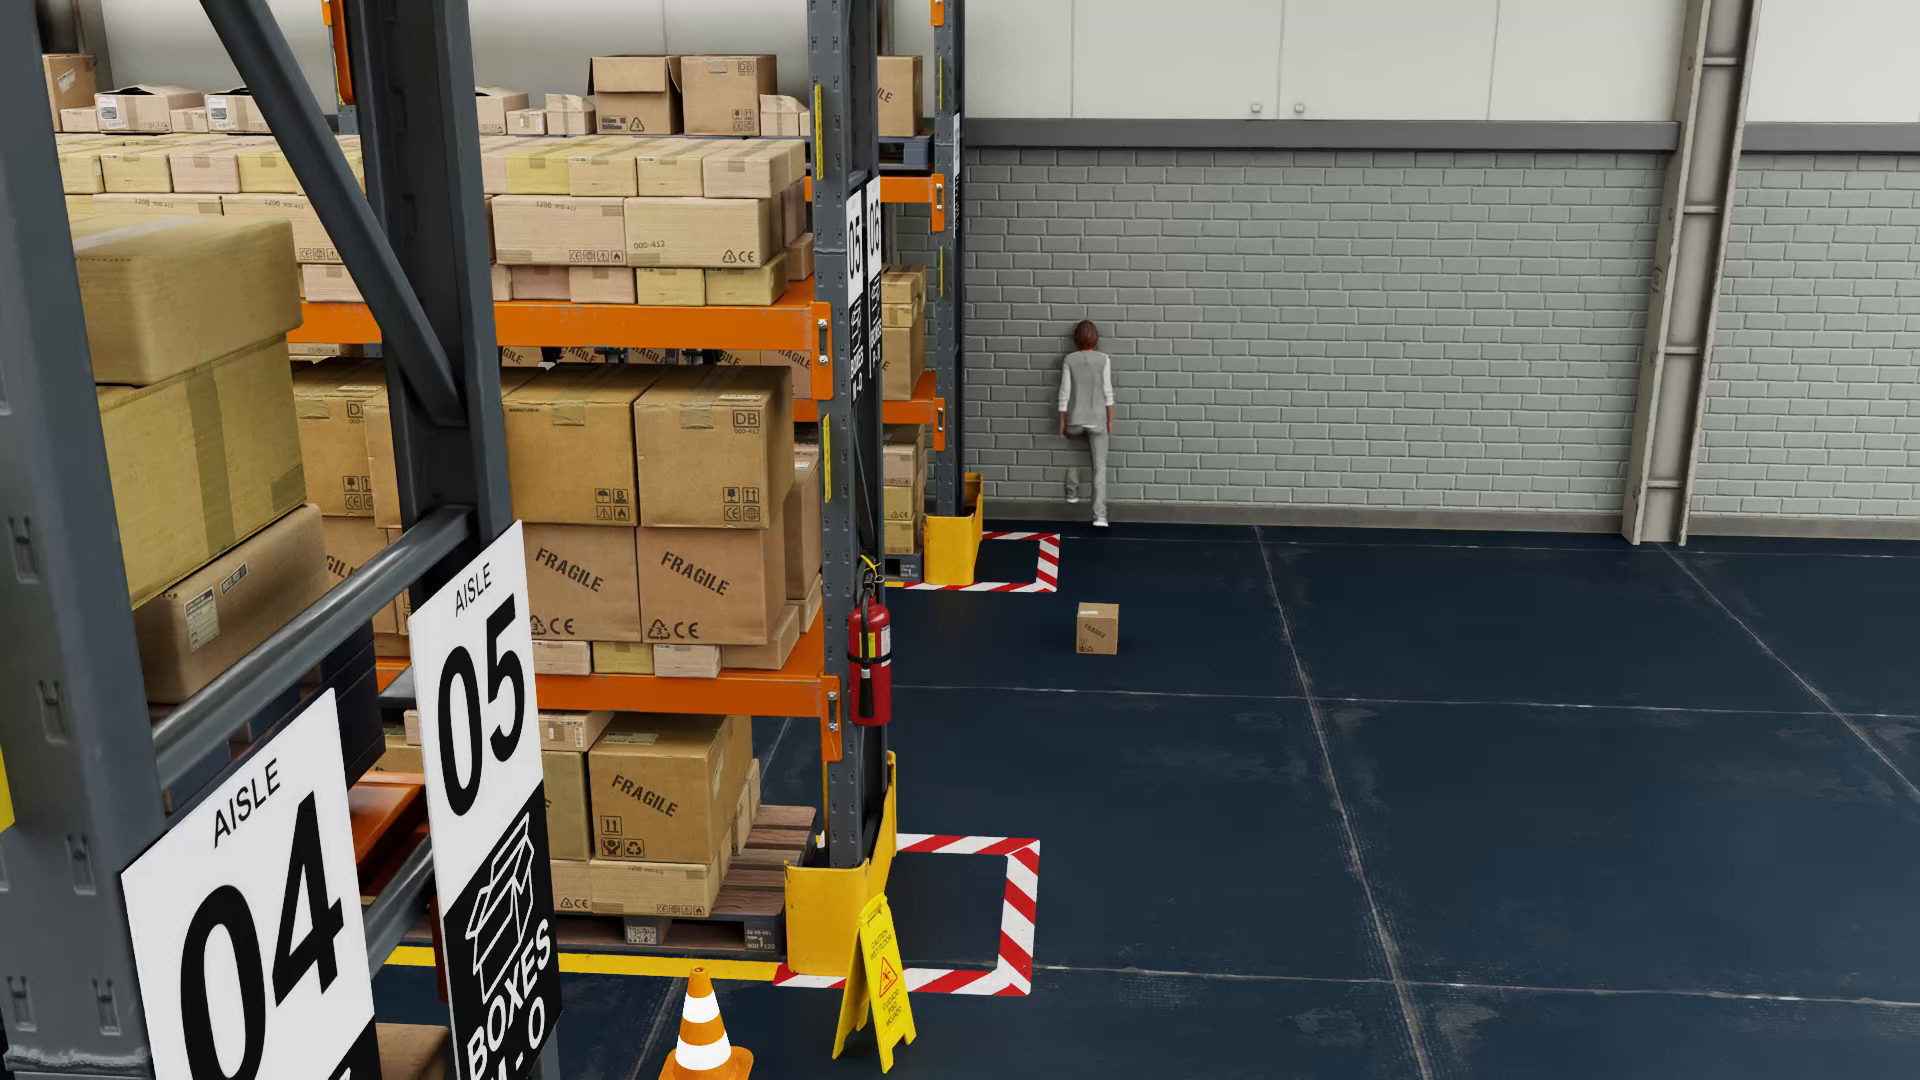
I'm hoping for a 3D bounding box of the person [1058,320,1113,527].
[{"bbox_3d":[0.967,-0.902,12.857,0.427,1.607,0.589,1,18,3],"label":"person"}]
